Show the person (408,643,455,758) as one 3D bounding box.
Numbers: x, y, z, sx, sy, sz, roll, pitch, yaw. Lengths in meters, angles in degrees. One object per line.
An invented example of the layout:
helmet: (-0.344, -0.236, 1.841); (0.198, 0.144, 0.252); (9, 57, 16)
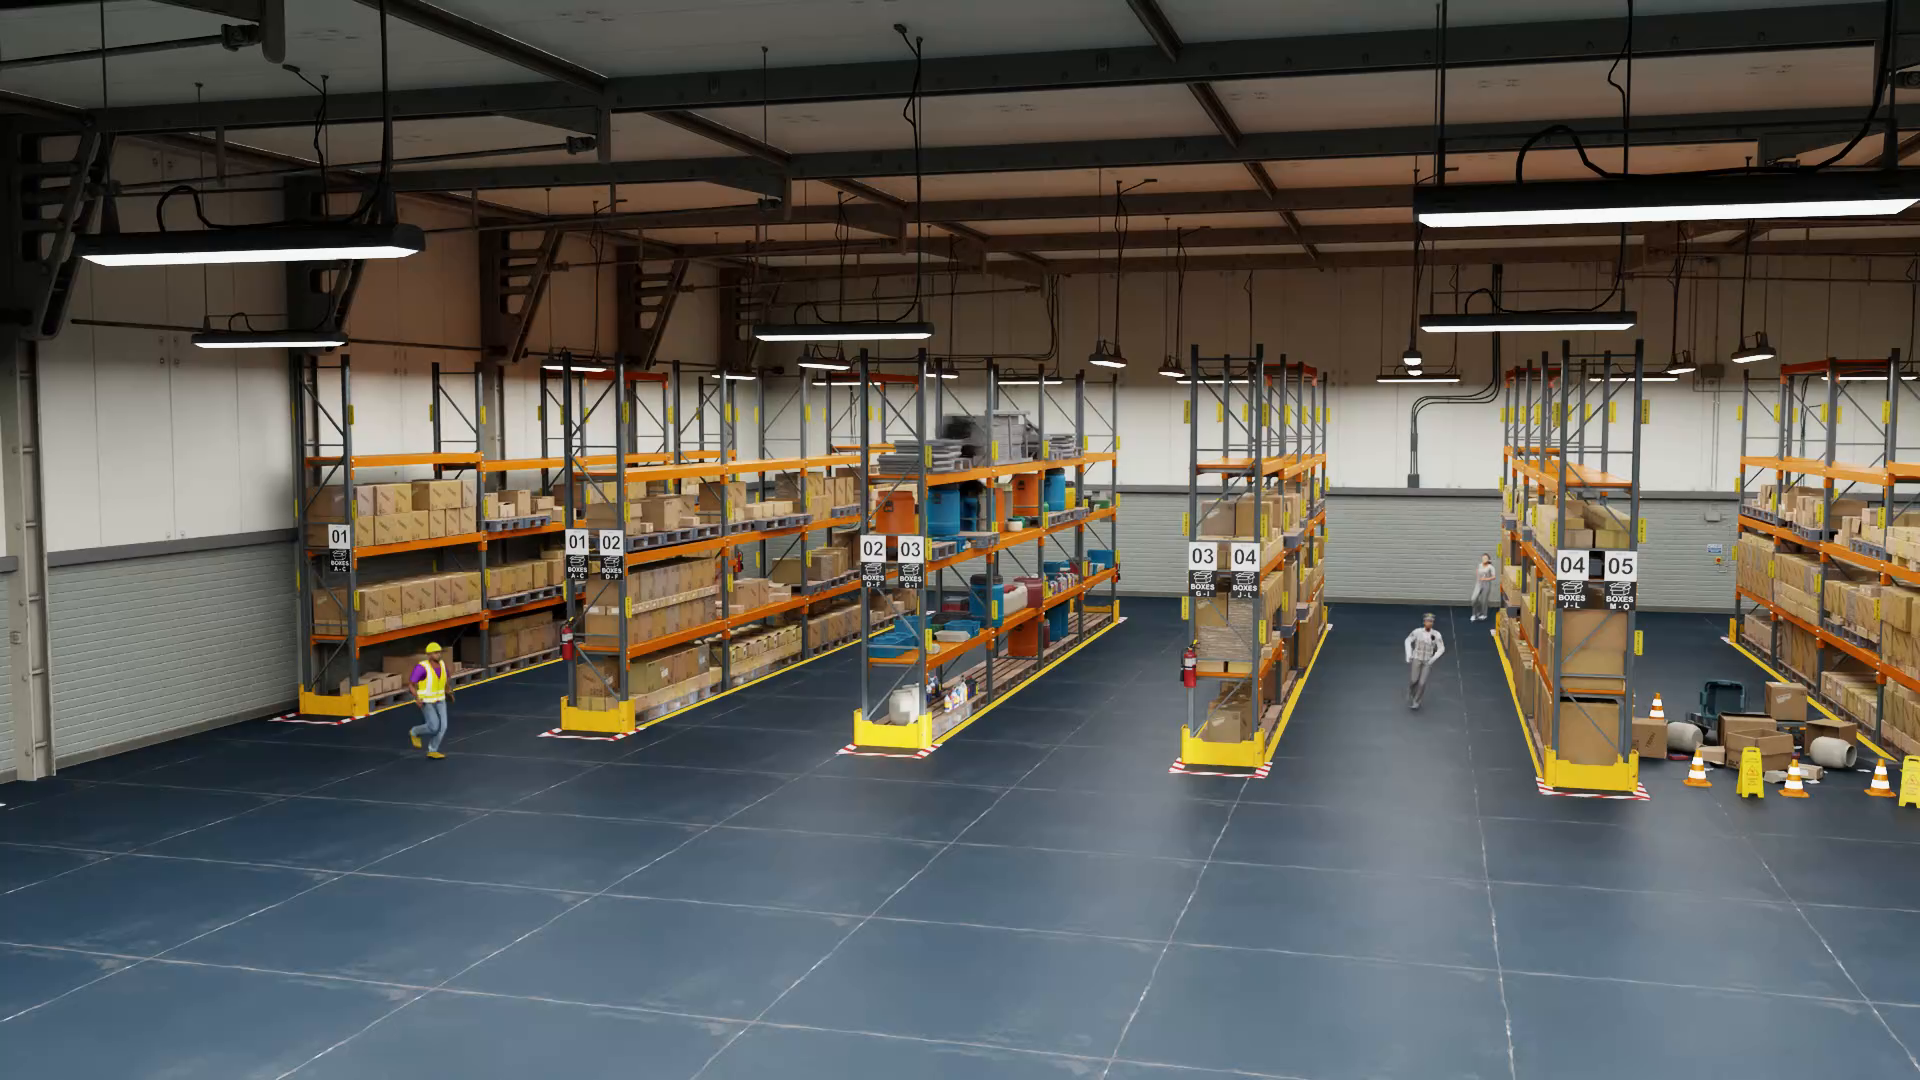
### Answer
person: (-7.753, 2.335, 24.288); (0.603, 1.699, 0.689); (3, 5, 36)

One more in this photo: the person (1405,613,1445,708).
person: (7.947, 2.058, 28.417); (0.648, 1.637, 0.503); (1, 4, 11)

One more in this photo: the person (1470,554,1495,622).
person: (12.720, 1.160, 40.296); (0.589, 1.684, 0.692); (4, 6, 42)
